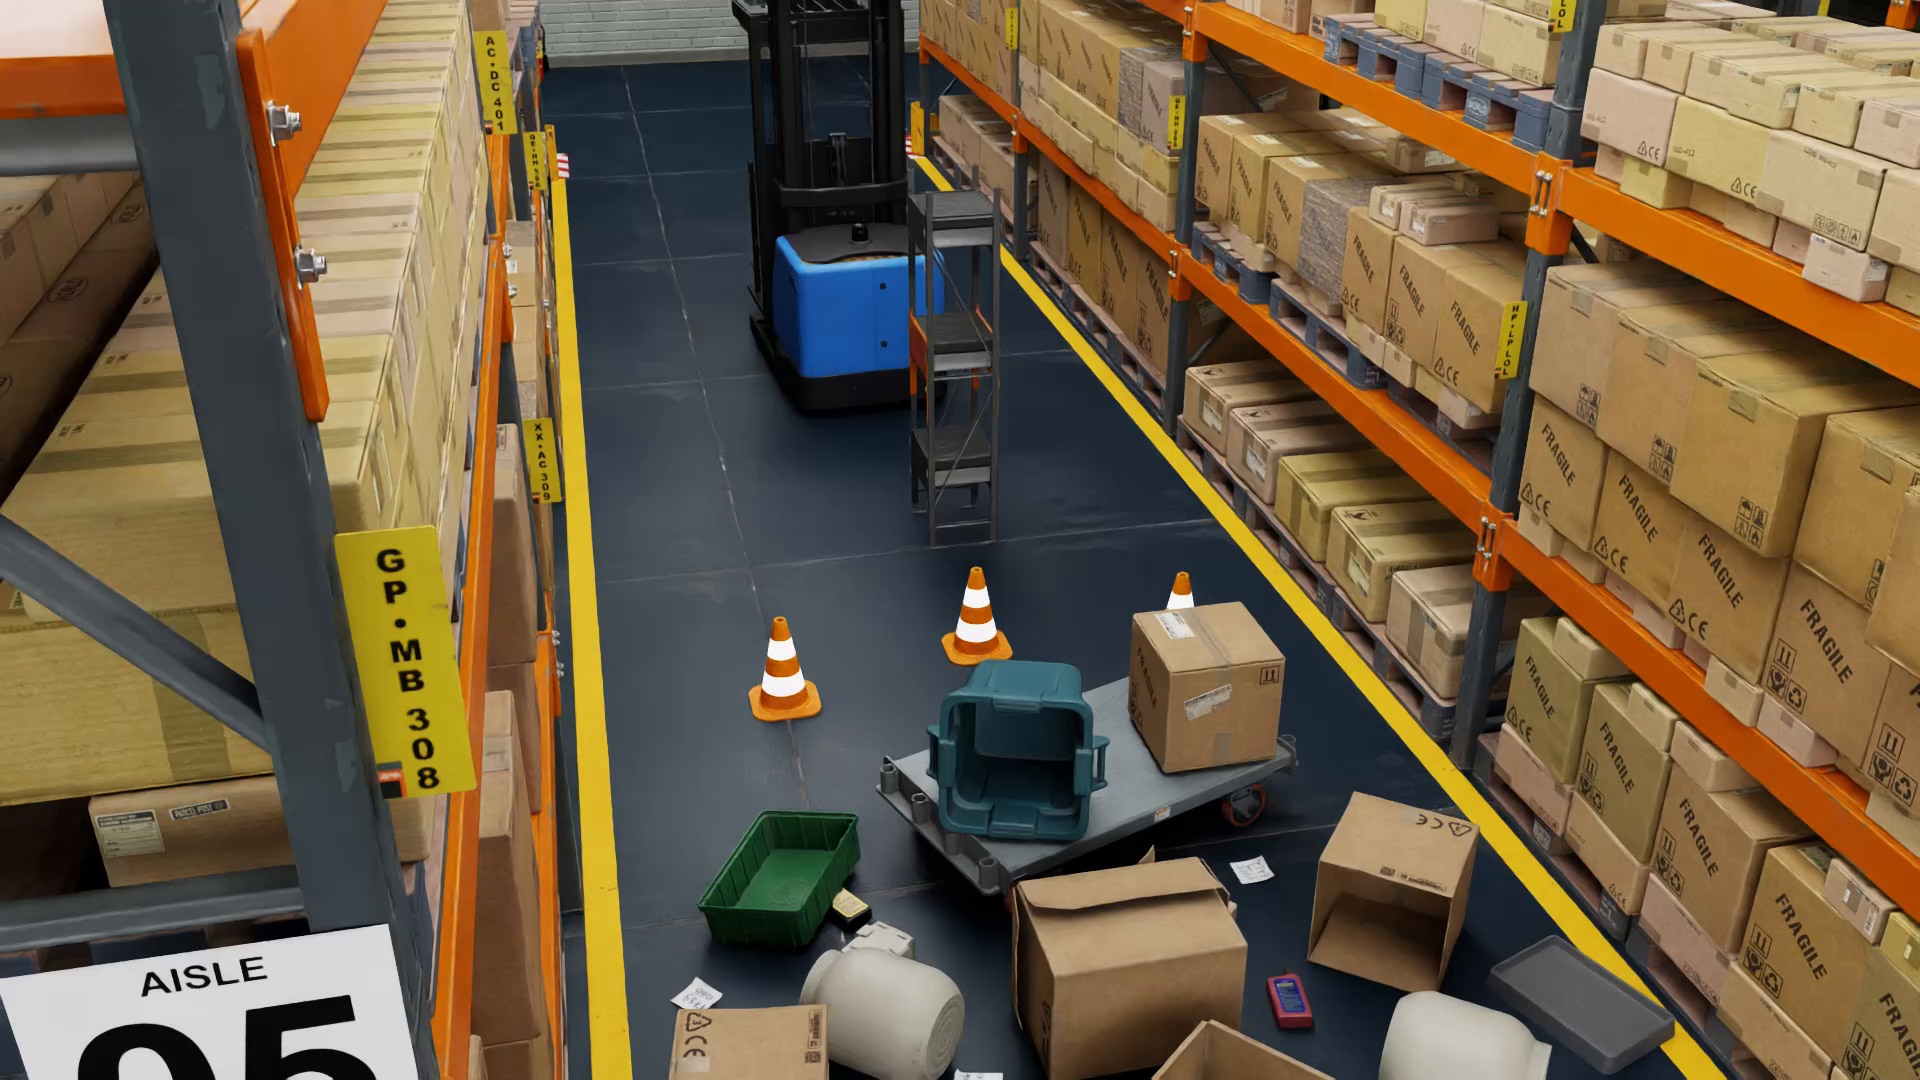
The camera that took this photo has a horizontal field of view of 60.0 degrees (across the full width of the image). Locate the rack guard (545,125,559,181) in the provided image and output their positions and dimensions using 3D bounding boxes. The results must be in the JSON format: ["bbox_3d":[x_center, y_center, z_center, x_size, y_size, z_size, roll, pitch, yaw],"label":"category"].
[{"bbox_3d":[-4.717,-3.921,16.963,1.175,0.500,0.348,-6,27,-12],"label":"rack guard"}]

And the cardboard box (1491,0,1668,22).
[{"bbox_3d":[2.516,-2.273,6.742,0.500,0.250,0.500,-5,27,-10],"label":"cardboard box"}]

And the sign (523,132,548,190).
[{"bbox_3d":[-2.391,-2.133,9.362,0.100,0.325,0.005,-6,27,-12],"label":"sign"}]

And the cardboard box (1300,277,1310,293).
[{"bbox_3d":[2.083,-1.426,9.059,0.380,0.149,0.250,-5,27,-10],"label":"cardboard box"}]

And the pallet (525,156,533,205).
[{"bbox_3d":[-3.417,-2.337,11.265,1.003,0.211,1.213,-6,27,-12],"label":"pallet"}]

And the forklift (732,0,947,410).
[{"bbox_3d":[-0.994,-2.837,12.117,1.130,2.935,3.031,-8,28,-15],"label":"forklift"}]

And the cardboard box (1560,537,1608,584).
[{"bbox_3d":[2.636,0.039,6.622,0.380,0.149,0.250,-5,27,-10],"label":"cardboard box"}]

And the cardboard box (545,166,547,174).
[{"bbox_3d":[-4.089,-3.461,15.646,0.380,0.149,0.250,-6,27,-11],"label":"cardboard box"}]

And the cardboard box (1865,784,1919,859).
[{"bbox_3d":[3.023,0.822,5.071,0.380,0.149,0.250,-6,27,-12],"label":"cardboard box"}]

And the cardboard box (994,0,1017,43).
[{"bbox_3d":[0.592,-4.531,14.178,0.500,0.500,0.500,-6,27,-12],"label":"cardboard box"}]

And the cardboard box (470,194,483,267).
[{"bbox_3d":[-1.462,-0.798,4.374,0.380,0.149,0.250,-6,27,-11],"label":"cardboard box"}]

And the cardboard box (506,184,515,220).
[{"bbox_3d":[-2.844,-1.999,9.864,0.380,0.149,0.250,-5,27,-9],"label":"cardboard box"}]

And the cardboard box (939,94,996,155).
[{"bbox_3d":[0.312,-4.381,17.479,0.875,0.438,0.875,-7,28,-13],"label":"cardboard box"}]

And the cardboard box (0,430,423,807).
[{"bbox_3d":[-0.987,0.079,2.195,0.500,0.250,0.500,-6,27,-12],"label":"cardboard box"}]

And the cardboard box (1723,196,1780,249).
[{"bbox_3d":[2.788,-1.082,5.515,0.380,0.149,0.250,-5,27,-10],"label":"cardboard box"}]

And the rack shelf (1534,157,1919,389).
[{"bbox_3d":[3.221,-0.489,4.859,1.077,0.370,4.000,-6,27,-12],"label":"rack shelf"}]

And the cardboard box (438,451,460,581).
[{"bbox_3d":[-1.065,-0.021,2.836,0.380,0.149,0.250,-6,27,-11],"label":"cardboard box"}]

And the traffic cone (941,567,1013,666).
[{"bbox_3d":[0.087,0.355,8.532,0.336,0.463,0.334,-6,27,-12],"label":"traffic cone"}]

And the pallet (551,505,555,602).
[{"bbox_3d":[-2.827,0.040,9.436,1.003,0.211,1.213,-6,27,-12],"label":"pallet"}]

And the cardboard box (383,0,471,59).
[{"bbox_3d":[-1.636,-1.489,4.859,0.380,0.149,0.250,-6,27,-12],"label":"cardboard box"}]

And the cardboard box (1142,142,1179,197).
[{"bbox_3d":[1.512,-2.448,10.883,0.500,0.250,0.500,-6,27,-12],"label":"cardboard box"}]

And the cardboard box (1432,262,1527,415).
[{"bbox_3d":[2.443,-0.894,7.284,0.500,0.500,0.500,-6,27,-13],"label":"cardboard box"}]

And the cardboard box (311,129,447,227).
[{"bbox_3d":[-1.236,-0.710,3.317,0.380,0.149,0.250,-6,27,-11],"label":"cardboard box"}]

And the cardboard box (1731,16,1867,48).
[{"bbox_3d":[3.055,-1.815,6.082,0.380,0.149,0.250,-5,27,-11],"label":"cardboard box"}]

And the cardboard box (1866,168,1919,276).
[{"bbox_3d":[2.944,-0.865,4.642,0.500,0.250,0.500,-6,27,-11],"label":"cardboard box"}]

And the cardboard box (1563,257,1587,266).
[{"bbox_3d":[2.944,-0.949,7.394,0.500,0.500,0.500,-5,27,-10],"label":"cardboard box"}]

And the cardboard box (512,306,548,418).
[{"bbox_3d":[-2.225,-0.769,7.834,0.500,0.500,0.500,-6,27,-11],"label":"cardboard box"}]

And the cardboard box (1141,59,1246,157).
[{"bbox_3d":[1.498,-2.797,10.741,0.500,0.500,0.500,-7,28,-13],"label":"cardboard box"}]

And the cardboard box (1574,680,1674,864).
[{"bbox_3d":[2.773,0.876,6.438,0.500,0.500,0.500,-5,27,-10],"label":"cardboard box"}]

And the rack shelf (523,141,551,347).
[{"bbox_3d":[-3.382,-2.115,11.410,1.077,0.370,4.000,-6,27,-12],"label":"rack shelf"}]

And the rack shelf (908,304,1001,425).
[{"bbox_3d":[-0.037,-0.998,9.427,0.431,0.518,0.480,-6,27,-12],"label":"rack shelf"}]

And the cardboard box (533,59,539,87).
[{"bbox_3d":[-3.895,-4.176,14.253,0.500,0.500,0.500,-7,28,-13],"label":"cardboard box"}]

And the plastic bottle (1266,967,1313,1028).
[{"bbox_3d":[1.234,1.720,6.275,0.133,0.061,0.283,-1,27,-3],"label":"plastic bottle"}]

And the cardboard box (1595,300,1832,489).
[{"bbox_3d":[2.752,-0.531,5.923,0.700,0.500,0.500,-6,27,-11],"label":"cardboard box"}]

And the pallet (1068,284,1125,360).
[{"bbox_3d":[1.493,-1.749,12.980,1.003,0.211,1.213,-6,27,-12],"label":"pallet"}]

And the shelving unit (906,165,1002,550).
[{"bbox_3d":[-0.037,-1.010,9.421,0.431,2.100,0.503,-6,27,-12],"label":"shelving unit"}]

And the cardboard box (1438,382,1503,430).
[{"bbox_3d":[2.386,-0.622,7.467,0.380,0.149,0.250,-6,27,-11],"label":"cardboard box"}]

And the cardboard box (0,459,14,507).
[{"bbox_3d":[-1.510,0.130,2.093,0.500,0.250,0.500,-6,27,-11],"label":"cardboard box"}]

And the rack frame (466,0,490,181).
[{"bbox_3d":[-2.029,-2.480,4.677,1.000,3.000,0.127,-6,27,-12],"label":"rack frame"}]

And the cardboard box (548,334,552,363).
[{"bbox_3d":[-2.850,-1.292,10.456,0.500,0.250,0.500,-7,28,-14],"label":"cardboard box"}]

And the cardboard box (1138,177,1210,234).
[{"bbox_3d":[1.502,-2.234,11.013,0.500,0.250,0.500,-7,28,-13],"label":"cardboard box"}]

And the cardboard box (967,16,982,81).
[{"bbox_3d":[0.365,-4.528,15.281,0.500,0.500,0.500,-6,27,-12],"label":"cardboard box"}]

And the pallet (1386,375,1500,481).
[{"bbox_3d":[2.740,-0.614,7.850,1.003,0.211,1.213,-6,27,-12],"label":"pallet"}]

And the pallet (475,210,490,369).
[{"bbox_3d":[-1.855,-0.741,4.659,1.003,0.211,1.213,-6,27,-12],"label":"pallet"}]

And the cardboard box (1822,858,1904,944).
[{"bbox_3d":[2.978,1.116,5.242,0.380,0.149,0.250,-5,27,-9],"label":"cardboard box"}]

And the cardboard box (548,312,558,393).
[{"bbox_3d":[-2.958,-1.186,11.080,0.500,0.500,0.500,-6,27,-11],"label":"cardboard box"}]

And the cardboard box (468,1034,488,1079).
[{"bbox_3d":[-1.174,1.238,2.603,0.875,0.550,0.550,-6,27,-12],"label":"cardboard box"}]

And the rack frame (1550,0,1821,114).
[{"bbox_3d":[2.771,-3.027,5.761,1.000,3.000,0.127,-6,27,-12],"label":"rack frame"}]

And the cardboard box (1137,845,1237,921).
[{"bbox_3d":[0.863,1.447,6.588,0.396,0.266,0.258,19,32,32],"label":"cardboard box"}]

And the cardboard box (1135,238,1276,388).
[{"bbox_3d":[1.794,-1.656,11.593,0.875,0.875,0.875,-6,27,-12],"label":"cardboard box"}]

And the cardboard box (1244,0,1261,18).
[{"bbox_3d":[1.832,-3.117,9.416,0.396,0.266,0.258,-6,27,-12],"label":"cardboard box"}]

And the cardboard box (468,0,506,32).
[{"bbox_3d":[-2.266,-2.439,7.237,0.500,0.500,0.500,-6,27,-12],"label":"cardboard box"}]
